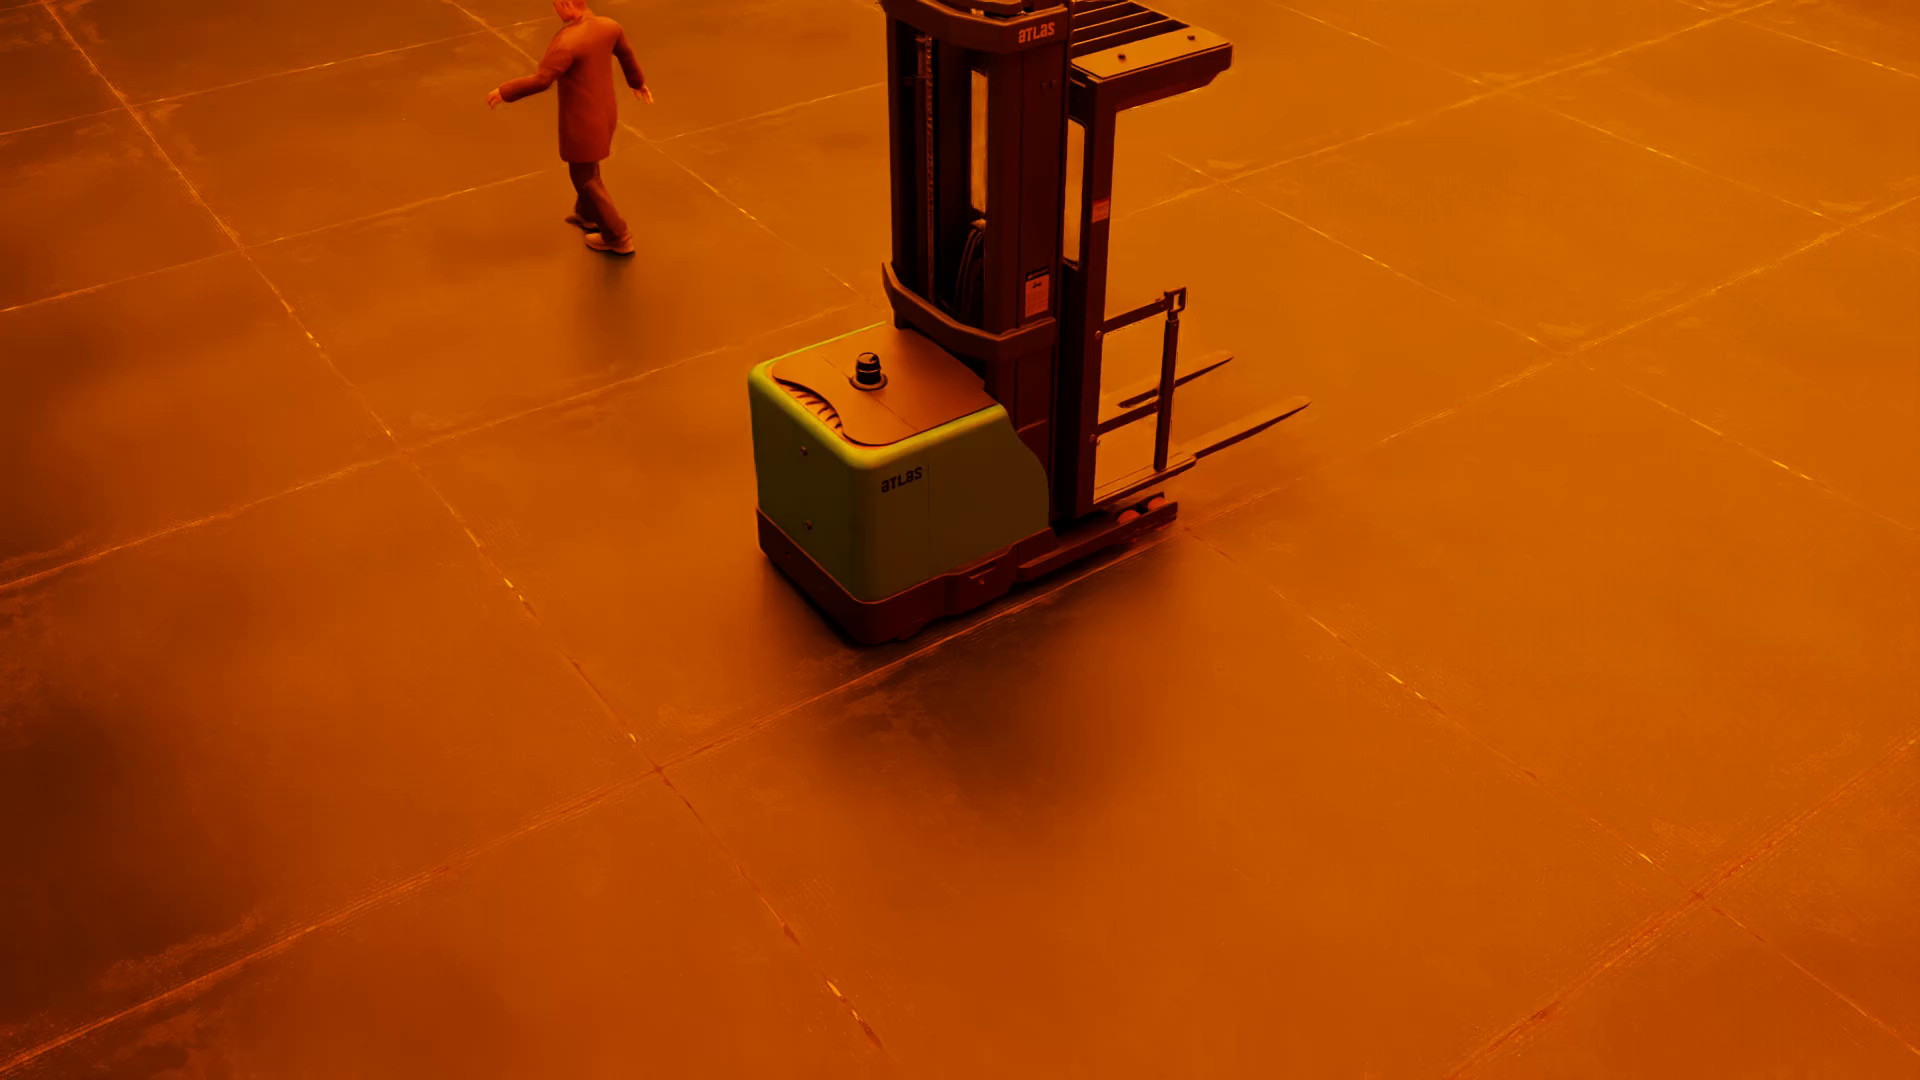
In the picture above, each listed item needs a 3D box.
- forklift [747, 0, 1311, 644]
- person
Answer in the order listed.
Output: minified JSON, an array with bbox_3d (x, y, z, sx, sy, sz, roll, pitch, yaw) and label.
[{"bbox_3d":[0.493,-1.394,7.830,3.031,2.935,1.130,-23,42,-28],"label":"forklift"},{"bbox_3d":[-2.442,-2.730,10.663,0.758,1.781,1.049,17,40,22],"label":"person"}]
